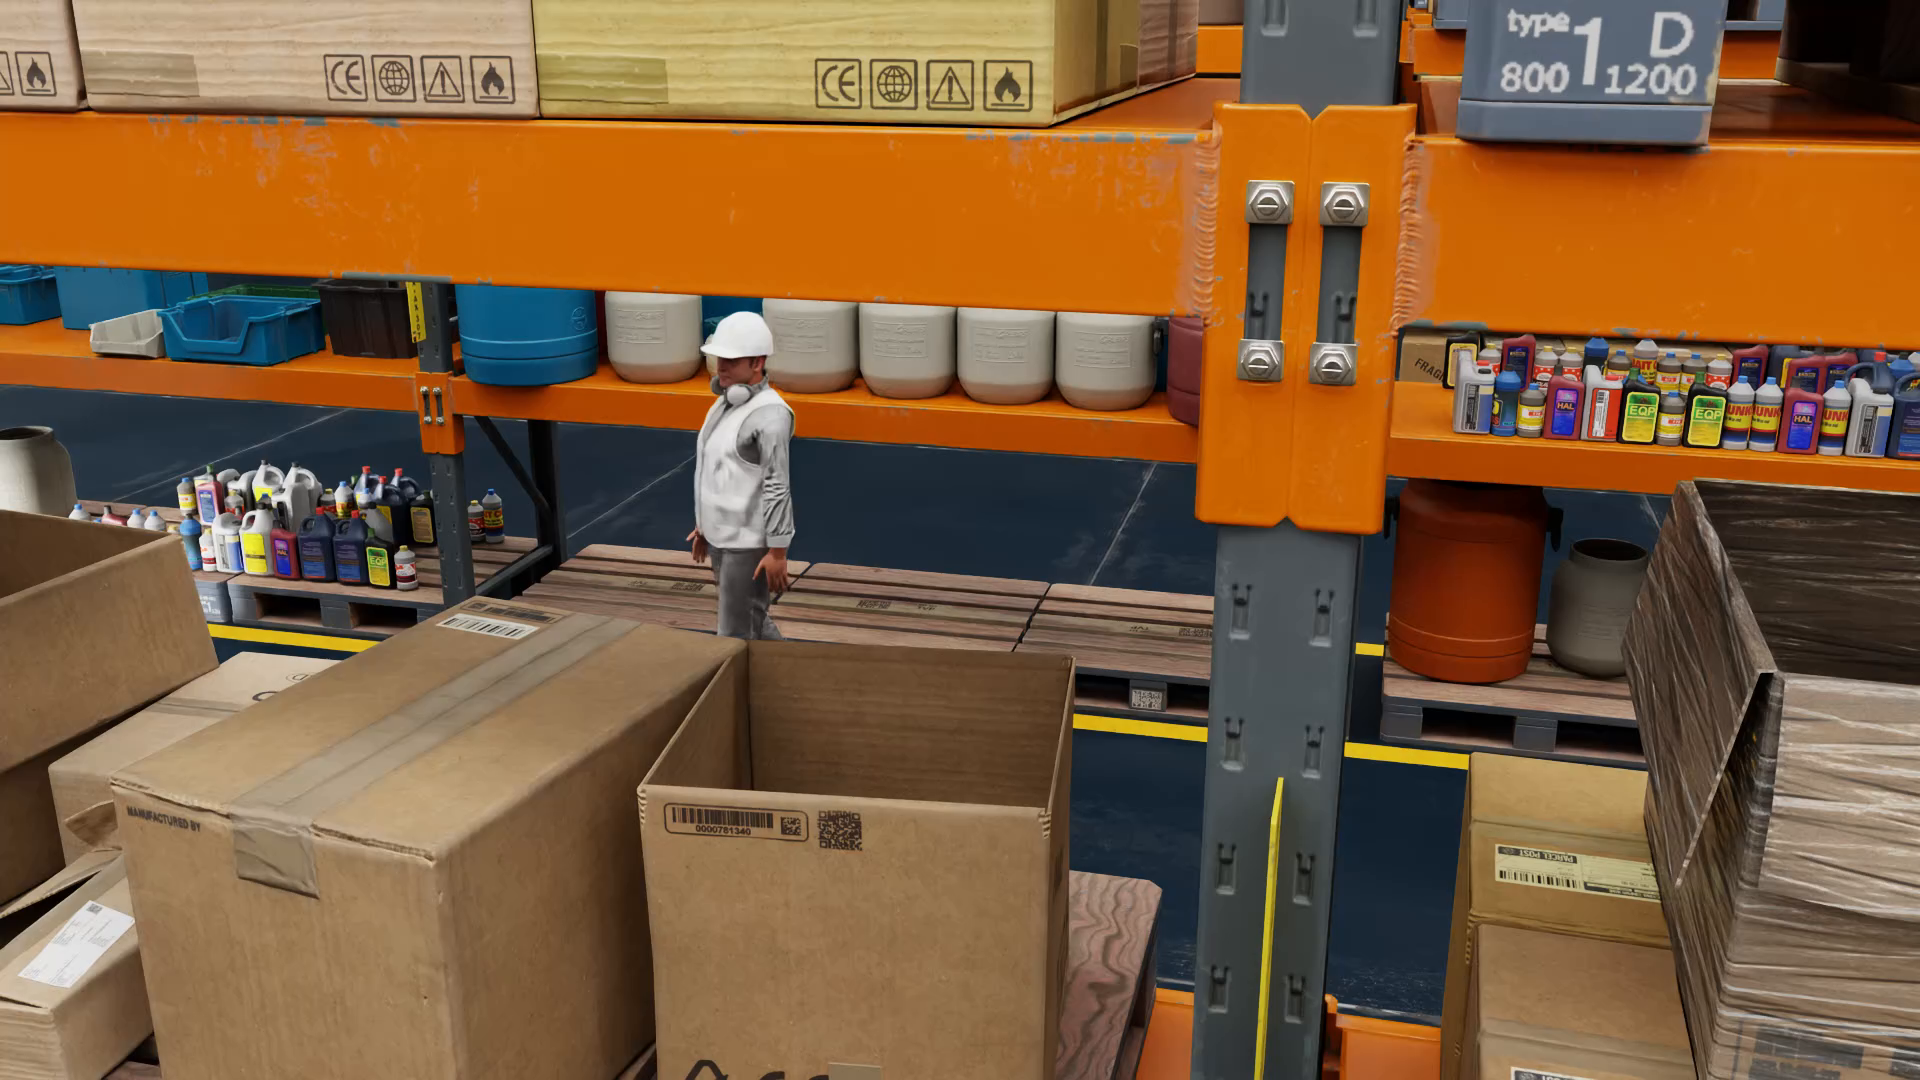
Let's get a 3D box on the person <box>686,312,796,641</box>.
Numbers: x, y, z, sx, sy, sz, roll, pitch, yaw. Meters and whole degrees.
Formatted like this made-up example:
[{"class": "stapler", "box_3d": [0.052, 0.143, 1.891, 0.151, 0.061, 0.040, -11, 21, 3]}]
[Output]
[{"class": "person", "box_3d": [-0.877, -0.011, 6.531, 0.584, 1.774, 0.563, -9, 20, -25]}]
